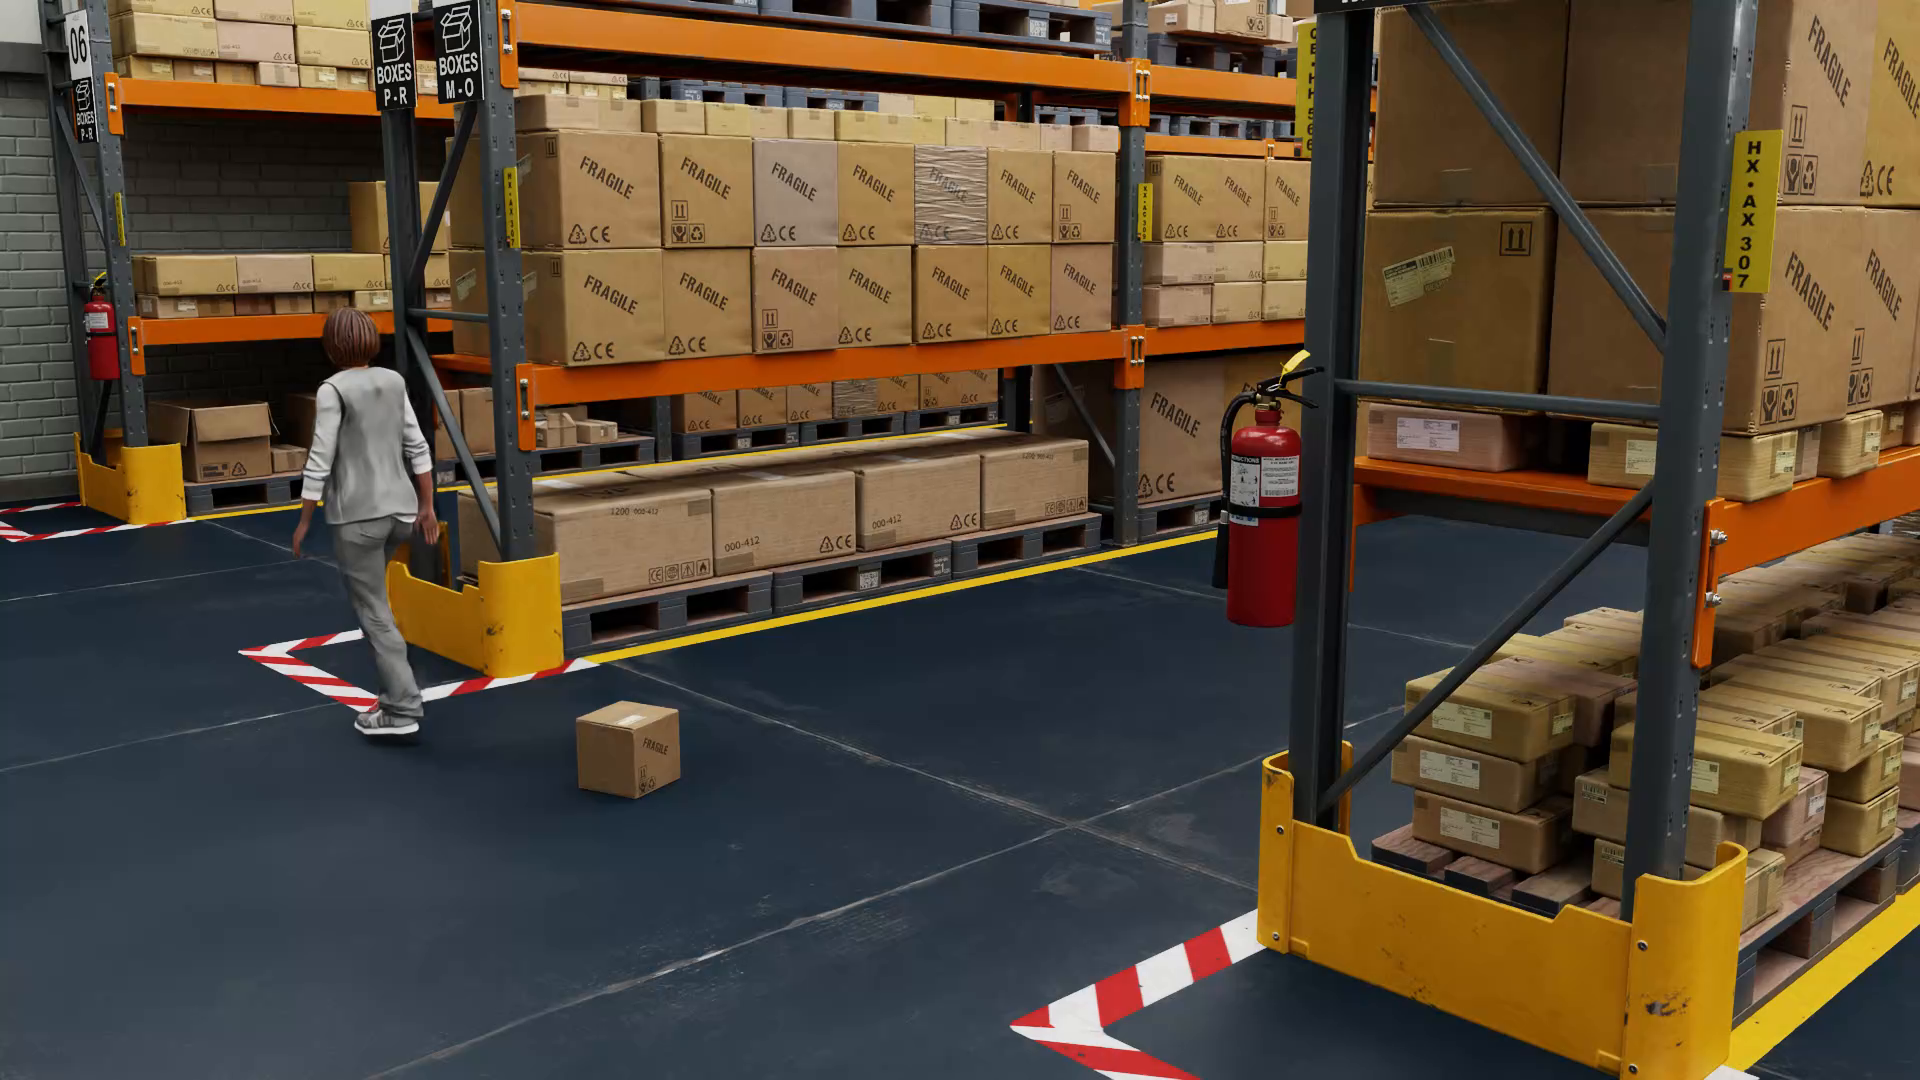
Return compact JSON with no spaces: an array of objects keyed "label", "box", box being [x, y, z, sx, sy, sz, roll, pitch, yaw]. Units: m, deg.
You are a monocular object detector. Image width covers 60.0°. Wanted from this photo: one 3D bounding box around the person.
[{"label":"person","box":[-2.196,-0.056,6.201,0.478,1.615,0.466,5,12,25]}]
